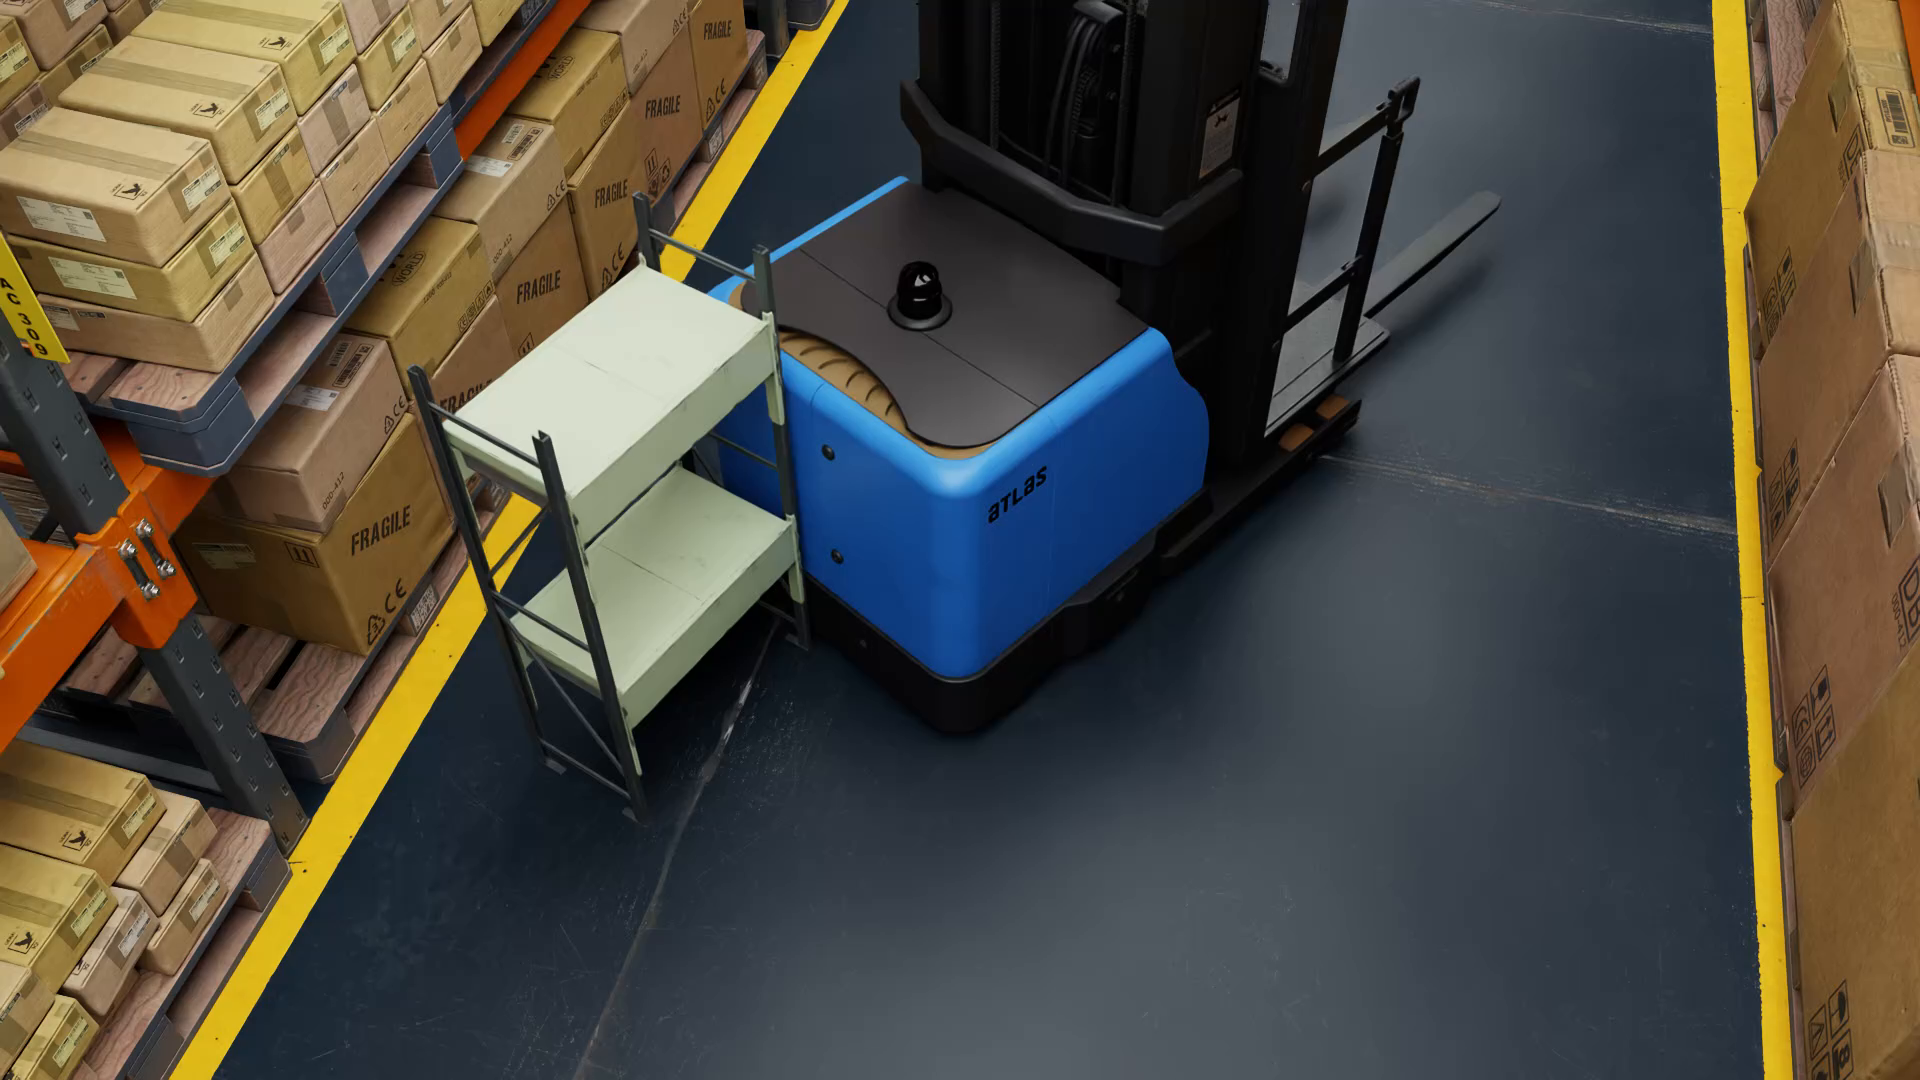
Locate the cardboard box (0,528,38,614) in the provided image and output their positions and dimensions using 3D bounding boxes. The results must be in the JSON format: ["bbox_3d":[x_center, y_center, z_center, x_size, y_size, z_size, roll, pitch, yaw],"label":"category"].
[{"bbox_3d":[-2.129,0.064,3.360,0.380,0.149,0.250,11,50,10],"label":"cardboard box"}]

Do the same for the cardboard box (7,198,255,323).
[{"bbox_3d":[-1.732,-0.620,3.486,0.380,0.149,0.250,12,50,11],"label":"cardboard box"}]

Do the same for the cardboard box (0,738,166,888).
[{"bbox_3d":[-2.122,0.645,3.905,0.380,0.149,0.250,13,50,11],"label":"cardboard box"}]

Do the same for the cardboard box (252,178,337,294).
[{"bbox_3d":[-1.664,-0.723,3.775,0.380,0.149,0.250,12,50,11],"label":"cardboard box"}]

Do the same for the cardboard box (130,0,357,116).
[{"bbox_3d":[-1.594,-1.106,3.716,0.380,0.149,0.250,12,50,10],"label":"cardboard box"}]

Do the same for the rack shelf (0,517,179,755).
[{"bbox_3d":[-2.806,1.413,2.482,1.077,0.370,4.000,12,50,10],"label":"rack shelf"}]

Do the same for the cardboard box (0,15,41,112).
[{"bbox_3d":[-2.292,-1.048,3.665,0.380,0.149,0.250,10,49,9],"label":"cardboard box"}]

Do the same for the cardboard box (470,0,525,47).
[{"bbox_3d":[-1.393,-1.467,4.432,0.380,0.149,0.250,11,49,9],"label":"cardboard box"}]

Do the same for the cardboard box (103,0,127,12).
[{"bbox_3d":[-2.153,-1.424,3.997,0.380,0.149,0.250,11,50,10],"label":"cardboard box"}]

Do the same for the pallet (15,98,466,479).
[{"bbox_3d":[-1.938,-0.732,4.023,1.003,0.211,1.213,12,50,10],"label":"pallet"}]

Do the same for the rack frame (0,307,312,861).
[{"bbox_3d":[-2.279,-0.271,3.489,1.000,3.000,0.127,12,50,10],"label":"rack frame"}]

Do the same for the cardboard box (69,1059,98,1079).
[{"bbox_3d":[-2.210,1.259,3.759,0.380,0.149,0.250,10,49,9],"label":"cardboard box"}]

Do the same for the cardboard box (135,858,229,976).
[{"bbox_3d":[-2.054,0.884,4.091,0.380,0.149,0.250,12,50,11],"label":"cardboard box"}]

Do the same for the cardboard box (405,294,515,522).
[{"bbox_3d":[-1.691,-0.448,5.032,0.500,0.500,0.500,14,50,12],"label":"cardboard box"}]

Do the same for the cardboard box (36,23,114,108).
[{"bbox_3d":[-2.229,-1.122,3.929,0.380,0.149,0.250,14,50,12],"label":"cardboard box"}]

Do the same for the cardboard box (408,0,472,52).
[{"bbox_3d":[-1.461,-1.378,4.155,0.380,0.149,0.250,13,50,12],"label":"cardboard box"}]

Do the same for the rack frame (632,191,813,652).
[{"bbox_3d":[-0.613,-0.252,4.472,0.400,1.500,0.023,27,54,22],"label":"rack frame"}]

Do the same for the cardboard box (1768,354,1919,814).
[{"bbox_3d":[2.863,0.231,4.182,1.225,0.875,0.875,10,49,9],"label":"cardboard box"}]

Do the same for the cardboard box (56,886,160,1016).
[{"bbox_3d":[-2.115,0.923,3.857,0.380,0.149,0.250,9,49,8],"label":"cardboard box"}]

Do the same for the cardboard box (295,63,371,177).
[{"bbox_3d":[-1.598,-0.995,3.816,0.380,0.149,0.250,13,50,11],"label":"cardboard box"}]

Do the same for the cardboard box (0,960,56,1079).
[{"bbox_3d":[-2.209,1.019,3.575,0.380,0.149,0.250,11,50,10],"label":"cardboard box"}]

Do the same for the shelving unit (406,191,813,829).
[{"bbox_3d":[-0.816,-0.024,4.271,0.431,1.500,0.755,27,54,22],"label":"shelving unit"}]

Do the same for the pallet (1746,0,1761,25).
[{"bbox_3d":[4.062,-2.635,7.435,1.003,0.211,1.213,12,50,10],"label":"pallet"}]

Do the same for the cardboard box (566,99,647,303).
[{"bbox_3d":[-1.411,-1.188,5.685,0.500,0.500,0.500,10,49,8],"label":"cardboard box"}]

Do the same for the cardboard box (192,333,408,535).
[{"bbox_3d":[-1.830,-0.314,4.413,0.500,0.250,0.500,10,49,8],"label":"cardboard box"}]

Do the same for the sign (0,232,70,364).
[{"bbox_3d":[-1.754,-0.456,3.075,0.100,0.325,0.005,12,50,10],"label":"sign"}]

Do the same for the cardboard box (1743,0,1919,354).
[{"bbox_3d":[3.330,-1.054,5.316,1.225,0.875,0.875,9,49,8],"label":"cardboard box"}]

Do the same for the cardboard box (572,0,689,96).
[{"bbox_3d":[-1.276,-1.811,5.735,0.500,0.250,0.500,12,50,11],"label":"cardboard box"}]

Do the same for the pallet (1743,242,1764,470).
[{"bbox_3d":[3.252,-0.635,5.669,1.003,0.211,1.213,12,50,10],"label":"pallet"}]

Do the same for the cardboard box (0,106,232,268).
[{"bbox_3d":[-1.732,-0.718,3.374,0.380,0.149,0.250,14,50,12],"label":"cardboard box"}]

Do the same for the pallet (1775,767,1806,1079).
[{"bbox_3d":[2.610,1.130,4.112,1.003,0.211,1.213,12,50,10],"label":"pallet"}]

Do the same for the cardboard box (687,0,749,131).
[{"bbox_3d":[-1.147,-1.949,6.357,0.500,0.500,0.500,11,50,10],"label":"cardboard box"}]

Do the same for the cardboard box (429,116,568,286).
[{"bbox_3d":[-1.554,-1.067,5.078,0.500,0.250,0.500,13,50,11],"label":"cardboard box"}]

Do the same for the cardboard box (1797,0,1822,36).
[{"bbox_3d":[3.823,-2.324,6.674,0.700,0.500,0.500,8,49,7],"label":"cardboard box"}]

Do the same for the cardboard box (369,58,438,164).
[{"bbox_3d":[-1.528,-1.085,4.094,0.380,0.149,0.250,12,50,10],"label":"cardboard box"}]

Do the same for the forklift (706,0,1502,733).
[{"bbox_3d":[0.677,-1.432,4.559,1.130,2.935,3.031,36,58,28],"label":"forklift"}]

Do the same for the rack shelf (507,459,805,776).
[{"bbox_3d":[-0.816,0.192,4.515,0.431,0.370,0.720,27,54,22],"label":"rack shelf"}]

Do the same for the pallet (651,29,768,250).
[{"bbox_3d":[-1.434,-1.677,6.589,1.003,0.211,1.213,12,50,10],"label":"pallet"}]

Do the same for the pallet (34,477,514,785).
[{"bbox_3d":[-2.076,0.088,5.032,1.003,0.211,1.213,12,50,10],"label":"pallet"}]
